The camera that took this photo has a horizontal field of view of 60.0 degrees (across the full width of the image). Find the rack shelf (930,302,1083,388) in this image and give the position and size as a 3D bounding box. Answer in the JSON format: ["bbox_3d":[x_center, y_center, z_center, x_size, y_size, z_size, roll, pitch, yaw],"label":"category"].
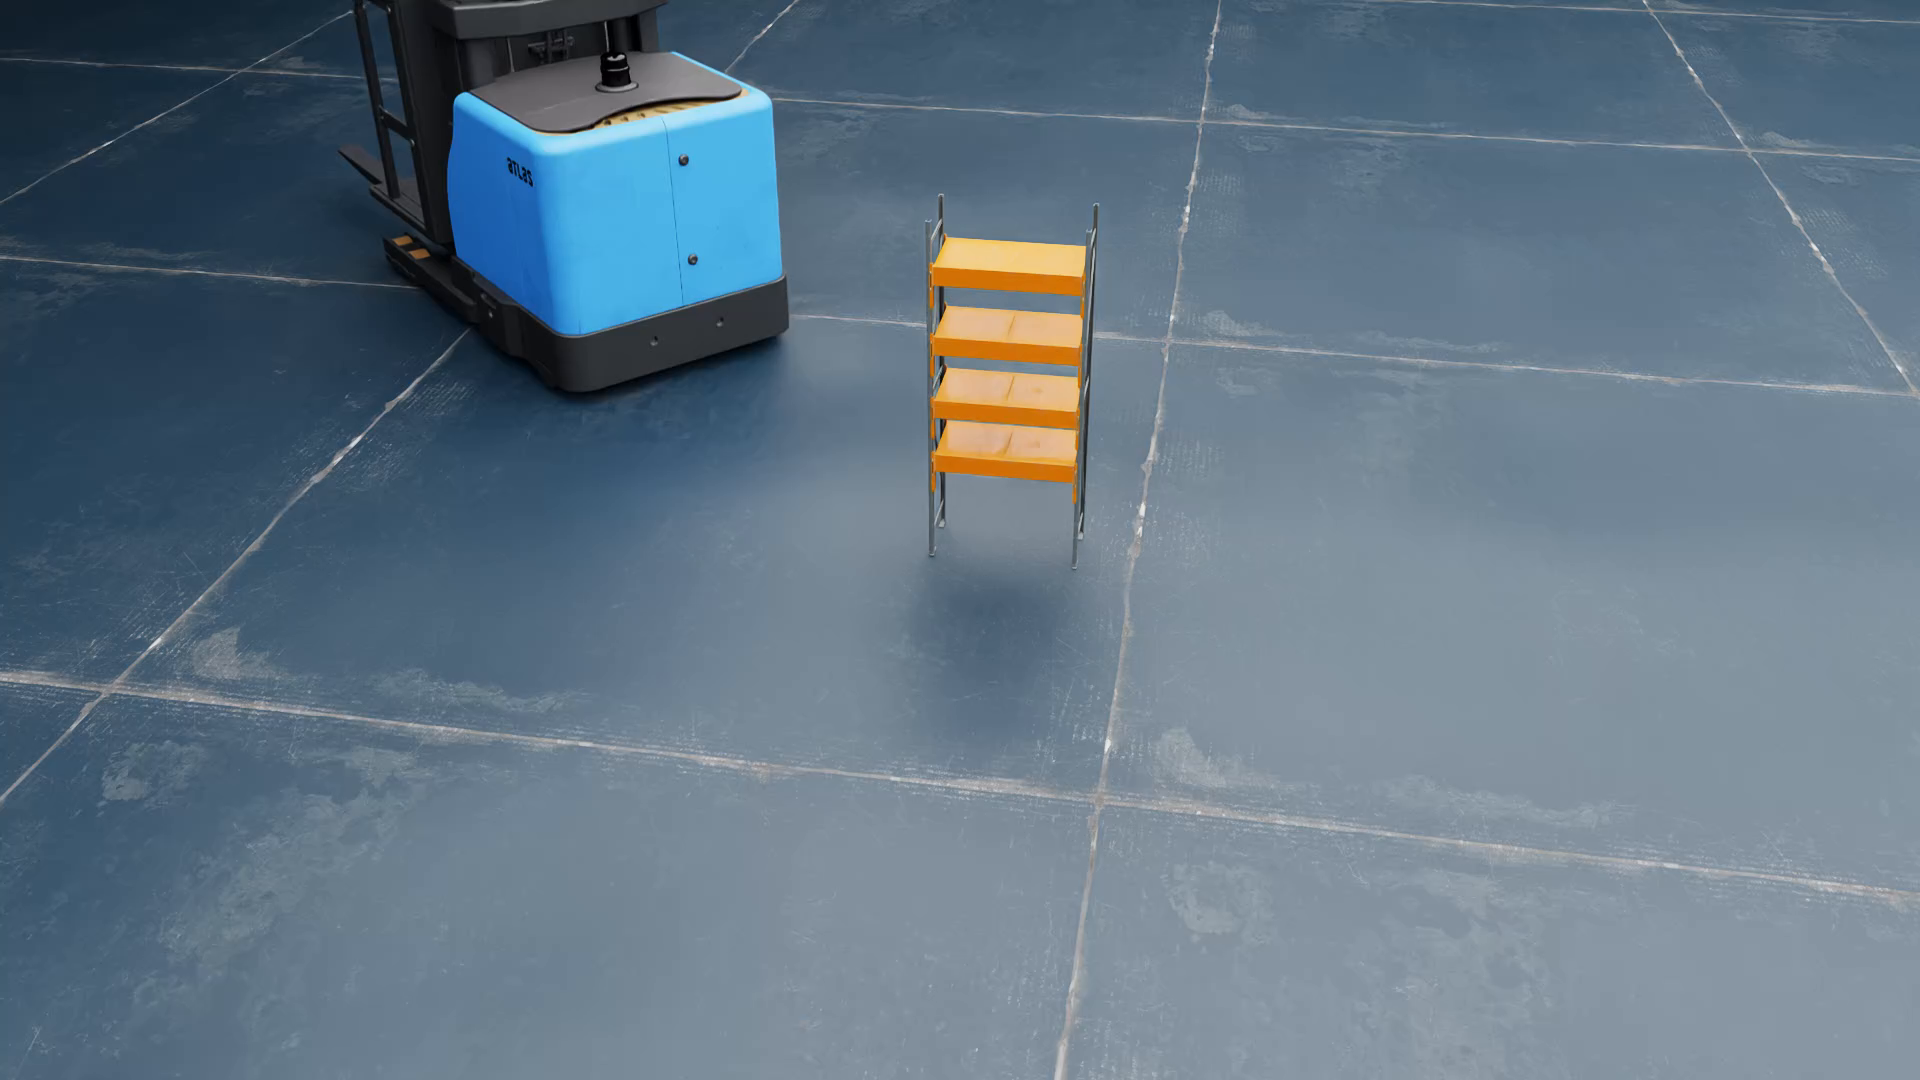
[{"bbox_3d":[0.163,-0.626,5.325,0.480,0.148,0.258,5,32,8],"label":"rack shelf"}]

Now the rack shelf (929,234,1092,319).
[{"bbox_3d":[0.163,-0.827,5.200,0.480,0.148,0.258,5,32,8],"label":"rack shelf"}]

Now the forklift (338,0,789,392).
[{"bbox_3d":[-2.018,-2.547,7.056,1.130,2.935,3.031,-22,38,-31],"label":"forklift"}]

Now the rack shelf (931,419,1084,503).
[{"bbox_3d":[0.163,-0.268,5.549,0.480,0.148,0.258,5,32,8],"label":"rack shelf"}]

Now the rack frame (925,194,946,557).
[{"bbox_3d":[-0.077,-0.516,5.443,0.015,1.200,0.240,5,32,8],"label":"rack frame"}]

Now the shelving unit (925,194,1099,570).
[{"bbox_3d":[0.163,-0.494,5.408,0.503,1.200,0.258,5,32,8],"label":"shelving unit"}]

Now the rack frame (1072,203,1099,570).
[{"bbox_3d":[0.404,-0.472,5.373,0.015,1.200,0.240,5,32,8],"label":"rack frame"}]

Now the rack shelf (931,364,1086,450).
[{"bbox_3d":[0.163,-0.437,5.444,0.480,0.148,0.258,5,32,8],"label":"rack shelf"}]
